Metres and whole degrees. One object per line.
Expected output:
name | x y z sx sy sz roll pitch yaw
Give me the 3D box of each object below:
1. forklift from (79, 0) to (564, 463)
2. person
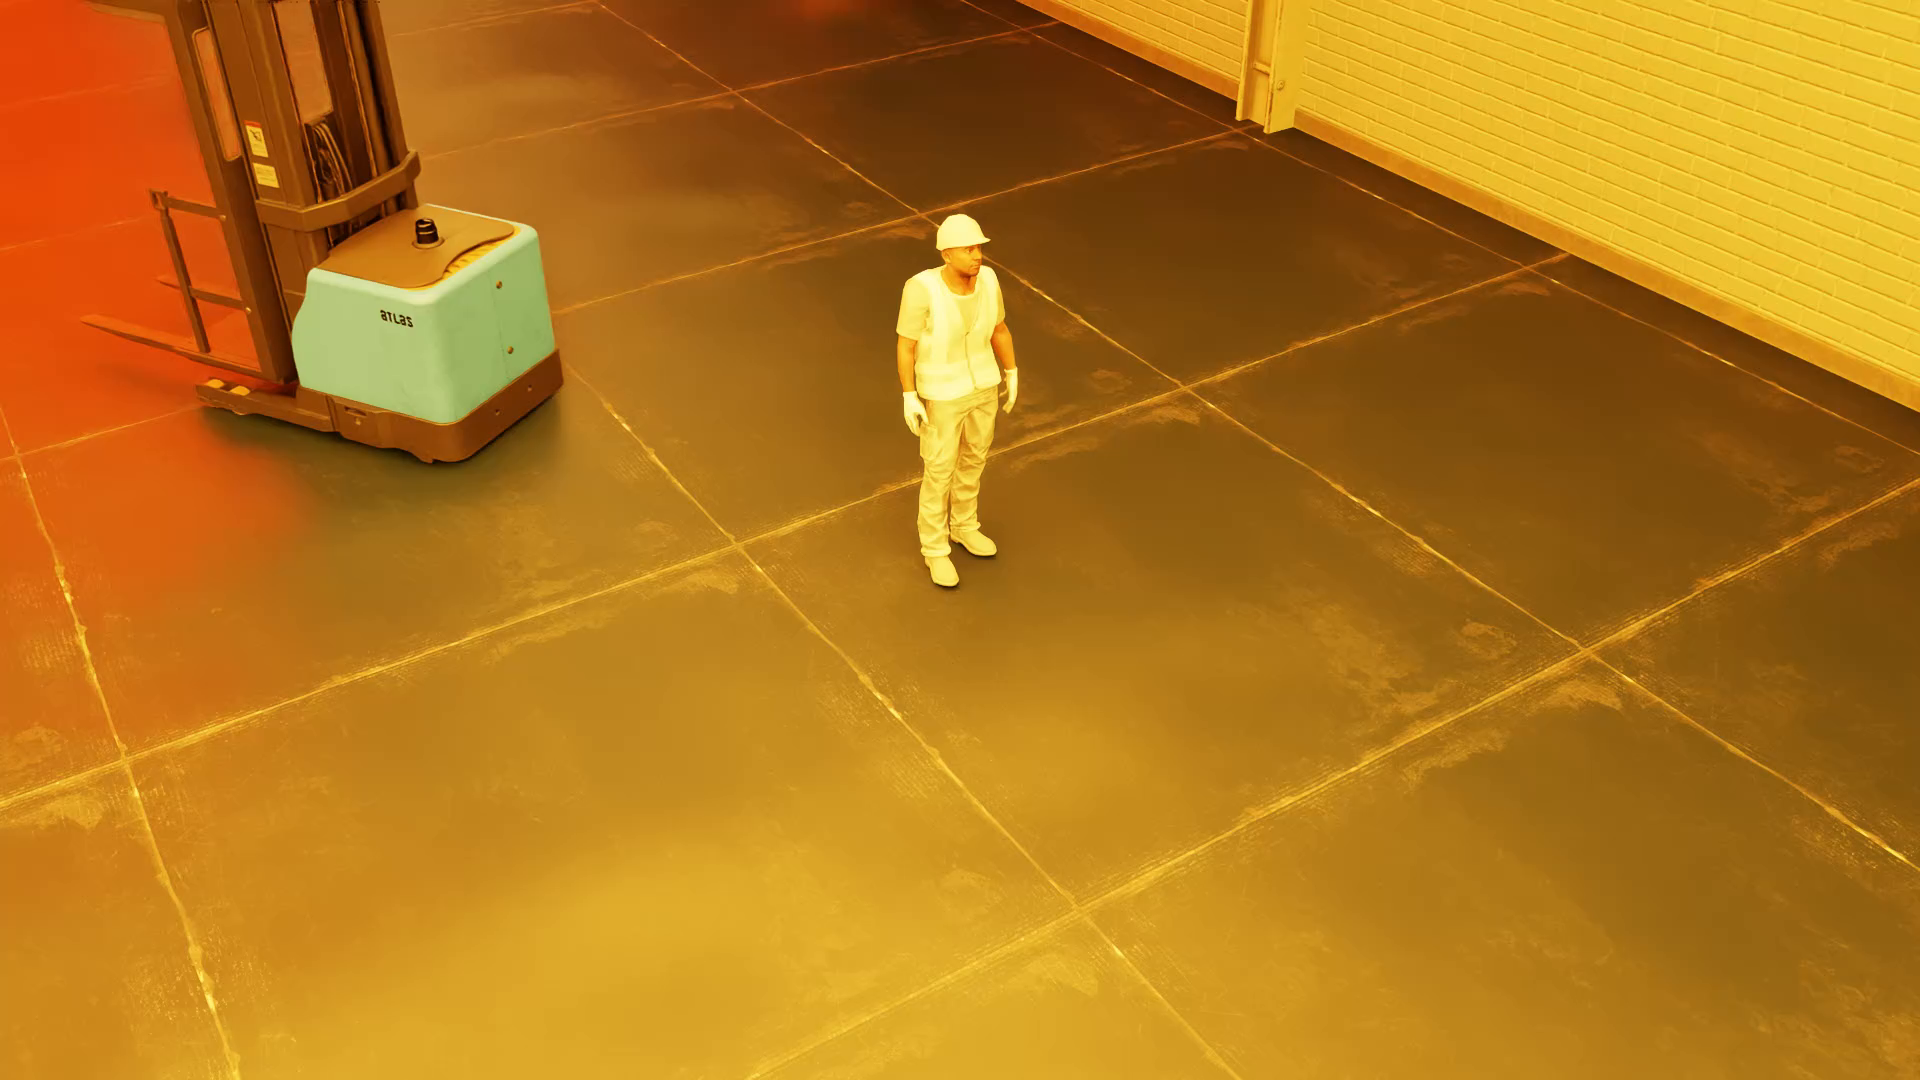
forklift | -3.919 -2.189 9.264 3.031 2.935 1.130 15 38 20
person | 0.032 -0.698 8.127 0.657 1.785 0.575 -21 40 -27
